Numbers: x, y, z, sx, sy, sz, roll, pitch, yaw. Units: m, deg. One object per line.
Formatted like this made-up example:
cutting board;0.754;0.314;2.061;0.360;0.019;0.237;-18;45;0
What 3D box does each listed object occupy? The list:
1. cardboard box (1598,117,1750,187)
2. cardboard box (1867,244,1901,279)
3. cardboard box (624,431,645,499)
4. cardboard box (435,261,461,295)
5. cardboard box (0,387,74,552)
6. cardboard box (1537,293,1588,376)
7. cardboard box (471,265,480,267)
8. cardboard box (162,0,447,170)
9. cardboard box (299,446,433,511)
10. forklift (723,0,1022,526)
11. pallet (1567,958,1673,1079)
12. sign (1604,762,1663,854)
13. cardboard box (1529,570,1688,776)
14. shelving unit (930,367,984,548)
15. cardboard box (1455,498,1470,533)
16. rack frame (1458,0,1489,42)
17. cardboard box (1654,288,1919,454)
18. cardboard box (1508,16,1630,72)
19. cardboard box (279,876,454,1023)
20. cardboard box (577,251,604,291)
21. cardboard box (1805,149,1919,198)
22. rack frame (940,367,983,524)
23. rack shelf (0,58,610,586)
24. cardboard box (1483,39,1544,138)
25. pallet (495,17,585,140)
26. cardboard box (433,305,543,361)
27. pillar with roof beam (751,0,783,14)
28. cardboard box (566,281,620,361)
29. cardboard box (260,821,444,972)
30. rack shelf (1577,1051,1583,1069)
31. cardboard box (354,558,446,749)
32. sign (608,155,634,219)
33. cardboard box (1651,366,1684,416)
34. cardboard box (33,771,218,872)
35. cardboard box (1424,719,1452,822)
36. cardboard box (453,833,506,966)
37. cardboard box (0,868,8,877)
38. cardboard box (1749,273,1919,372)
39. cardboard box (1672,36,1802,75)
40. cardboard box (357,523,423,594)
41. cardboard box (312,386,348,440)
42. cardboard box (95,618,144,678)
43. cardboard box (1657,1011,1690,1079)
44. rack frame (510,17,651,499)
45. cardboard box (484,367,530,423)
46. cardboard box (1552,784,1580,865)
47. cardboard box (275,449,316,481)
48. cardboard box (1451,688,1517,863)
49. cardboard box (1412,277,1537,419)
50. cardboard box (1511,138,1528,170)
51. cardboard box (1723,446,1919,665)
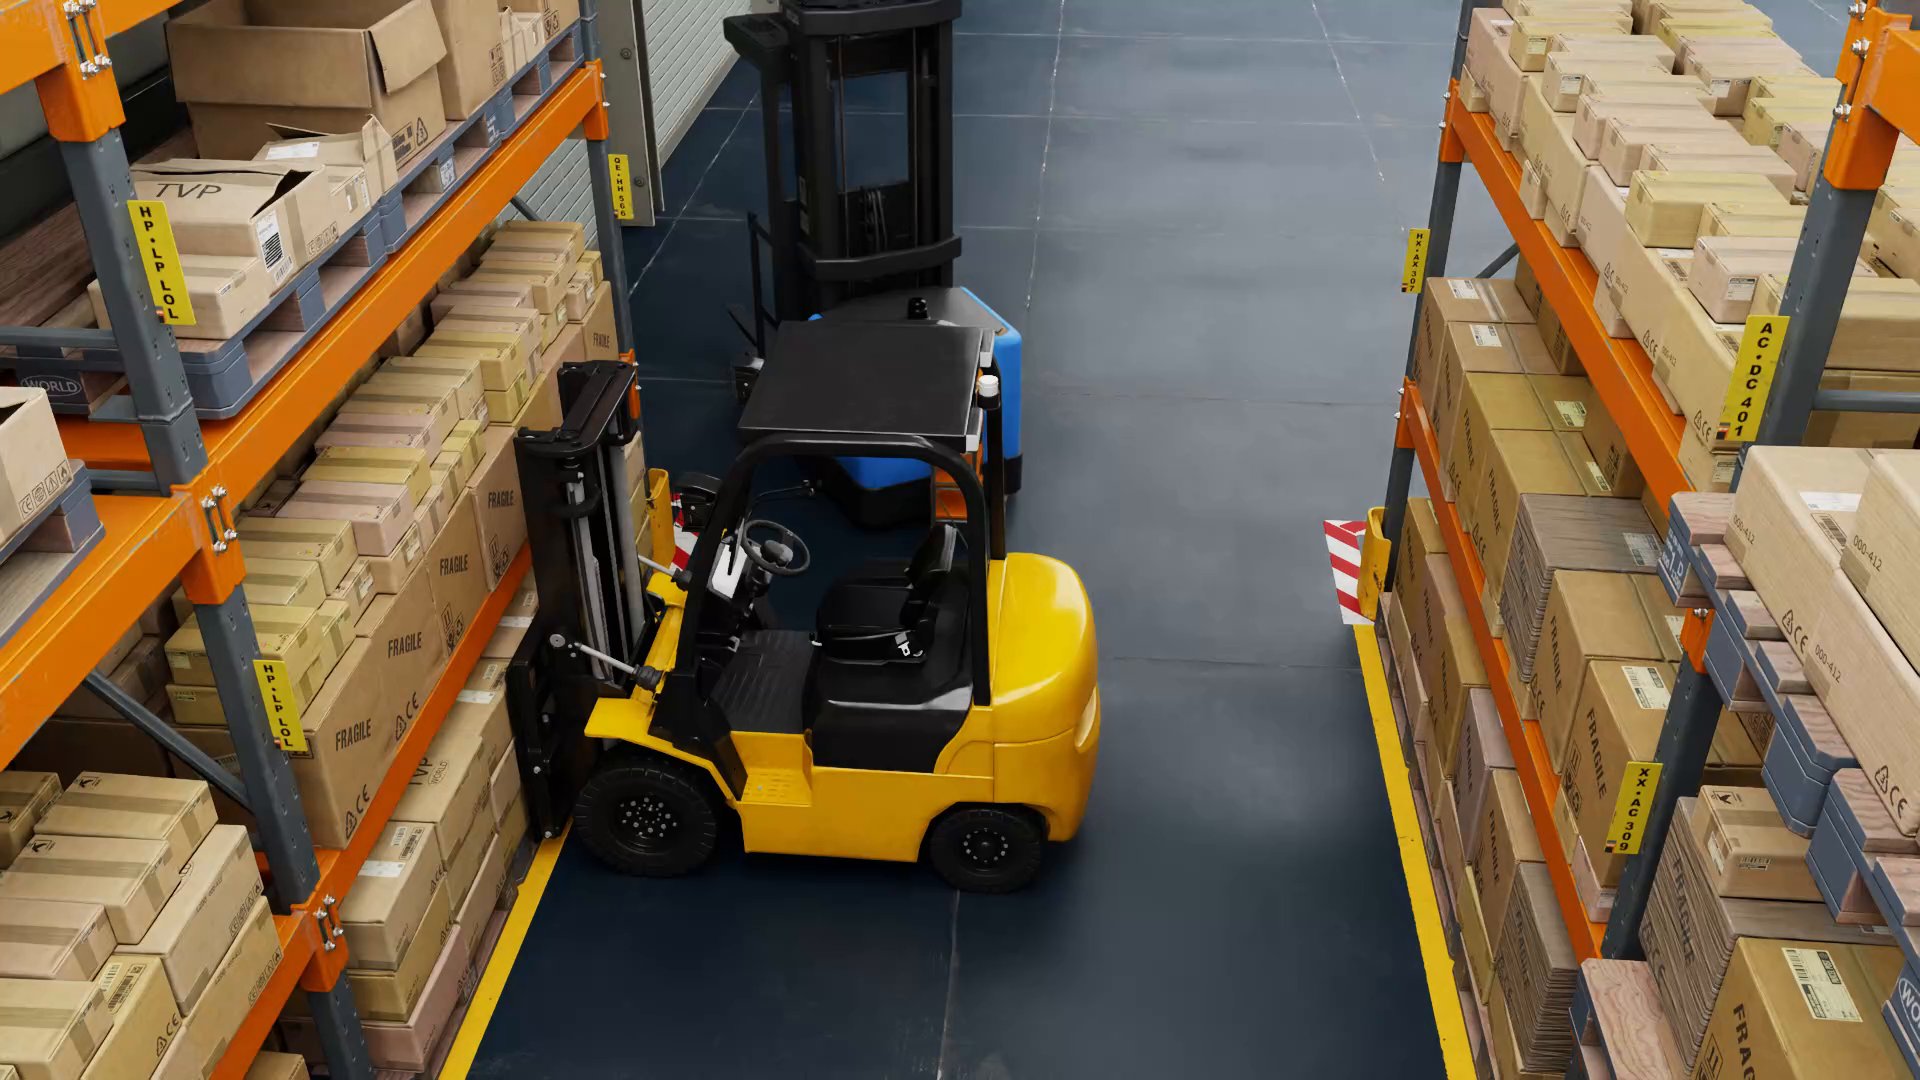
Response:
cardboard box;2.265;-1.229;5.286;0.380;0.149;0.250;3;32;5
cardboard box;2.760;-0.692;4.794;0.500;0.250;0.500;2;32;4
cardboard box;-1.930;-0.345;8.499;0.500;0.250;0.500;3;32;6
cardboard box;-2.506;-1.170;7.573;0.380;0.149;0.250;3;32;5
cardboard box;-2.345;-0.145;3.637;0.500;0.311;0.500;1;32;2
cardboard box;2.872;-1.009;6.977;0.700;0.500;0.500;3;32;4
cardboard box;-2.489;-1.318;8.096;0.380;0.149;0.250;2;32;3
cardboard box;-2.265;-1.630;5.863;0.797;0.503;0.637;3;32;6
cardboard box;-2.147;-0.214;6.022;0.380;0.149;0.250;2;32;3
forklift;-0.715;-2.086;10.121;1.130;2.935;3.031;-14;34;-21
pallet;2.211;1.612;4.239;1.003;0.211;1.213;2;32;4
sign;1.877;0.749;4.631;0.100;0.325;0.005;2;32;4
cardboard box;2.242;0.455;5.554;0.500;0.500;0.500;3;32;6
shelving unit;-0.013;-0.424;9.075;0.258;1.200;0.503;2;32;4
cardboard box;2.347;-0.144;7.144;0.380;0.149;0.250;3;32;5
rack frame;2.744;-3.509;6.647;1.000;3.000;0.127;2;32;4
cardboard box;2.186;-0.447;4.396;0.500;0.250;0.500;2;32;4
cardboard box;2.331;-1.899;6.373;0.380;0.149;0.250;2;32;4
cardboard box;-2.182;1.466;6.037;0.500;0.250;0.500;2;32;4
cardboard box;-1.952;-1.291;8.052;0.380;0.149;0.250;3;32;5
cardboard box;2.810;-1.067;5.023;0.380;0.149;0.250;1;32;2
rack frame;0.006;-0.552;9.282;0.240;1.200;0.015;2;32;4
rack shelf;-2.366;-1.090;6.267;1.077;0.370;4.000;2;32;4
cardboard box;2.387;-1.780;6.561;0.500;0.250;0.500;2;32;3
pallet;-2.287;-2.036;7.200;1.003;0.211;1.213;2;32;4
cardboard box;-2.011;-0.878;7.099;0.380;0.149;0.250;3;32;5
pillar with roof beam;2.109;-9.485;16.343;9.100;9.000;0.400;2;32;4
cardboard box;-1.982;-0.939;8.100;0.500;0.500;0.500;2;32;3
cardboard box;-2.177;1.253;5.906;0.500;0.250;0.500;2;32;3
rack shelf;2.256;2.489;3.319;1.077;0.370;4.000;2;32;4
cardboard box;-2.207;0.390;5.943;0.500;0.500;0.500;3;32;5
sign;-1.664;-1.729;8.147;0.100;0.325;0.005;2;32;4
cardboard box;2.245;-0.475;4.822;0.380;0.149;0.250;3;32;4
cardboard box;-2.335;0.796;4.666;0.380;0.149;0.250;4;32;6
cardboard box;2.322;0.999;7.271;0.500;0.250;0.500;5;32;7
cardboard box;-2.134;1.413;6.599;0.500;0.250;0.500;2;32;3
cardboard box;-2.826;1.032;4.663;0.500;0.250;0.500;2;32;3
cardboard box;2.227;-0.548;4.181;0.380;0.149;0.250;3;32;5
cardboard box;2.850;-1.750;6.131;0.380;0.149;0.250;2;32;4
cardboard box;-2.134;0.053;5.871;0.380;0.149;0.250;3;32;5
cardboard box;-2.616;-0.498;6.482;0.380;0.149;0.250;3;32;5
cardboard box;-2.804;0.301;5.185;0.380;0.149;0.250;3;32;4
cardboard box;2.059;1.340;4.336;0.380;0.149;0.250;3;32;5
rack frame;-2.203;-1.165;8.562;1.000;3.000;0.127;2;32;4
cardboard box;-2.032;-0.619;6.962;0.380;0.149;0.250;3;32;4
cardboard box;2.154;0.932;5.399;0.380;0.149;0.250;3;32;5
cardboard box;-2.658;-0.246;6.358;0.380;0.149;0.250;2;32;3
cardboard box;2.279;0.955;6.627;0.500;0.500;0.500;4;32;7
cardboard box;2.429;-0.889;7.734;0.500;0.500;0.500;2;32;3
cardboard box;2.410;-1.557;6.578;0.380;0.149;0.250;2;32;4
cardboard box;1.971;0.033;3.501;0.500;0.250;0.500;2;32;3
